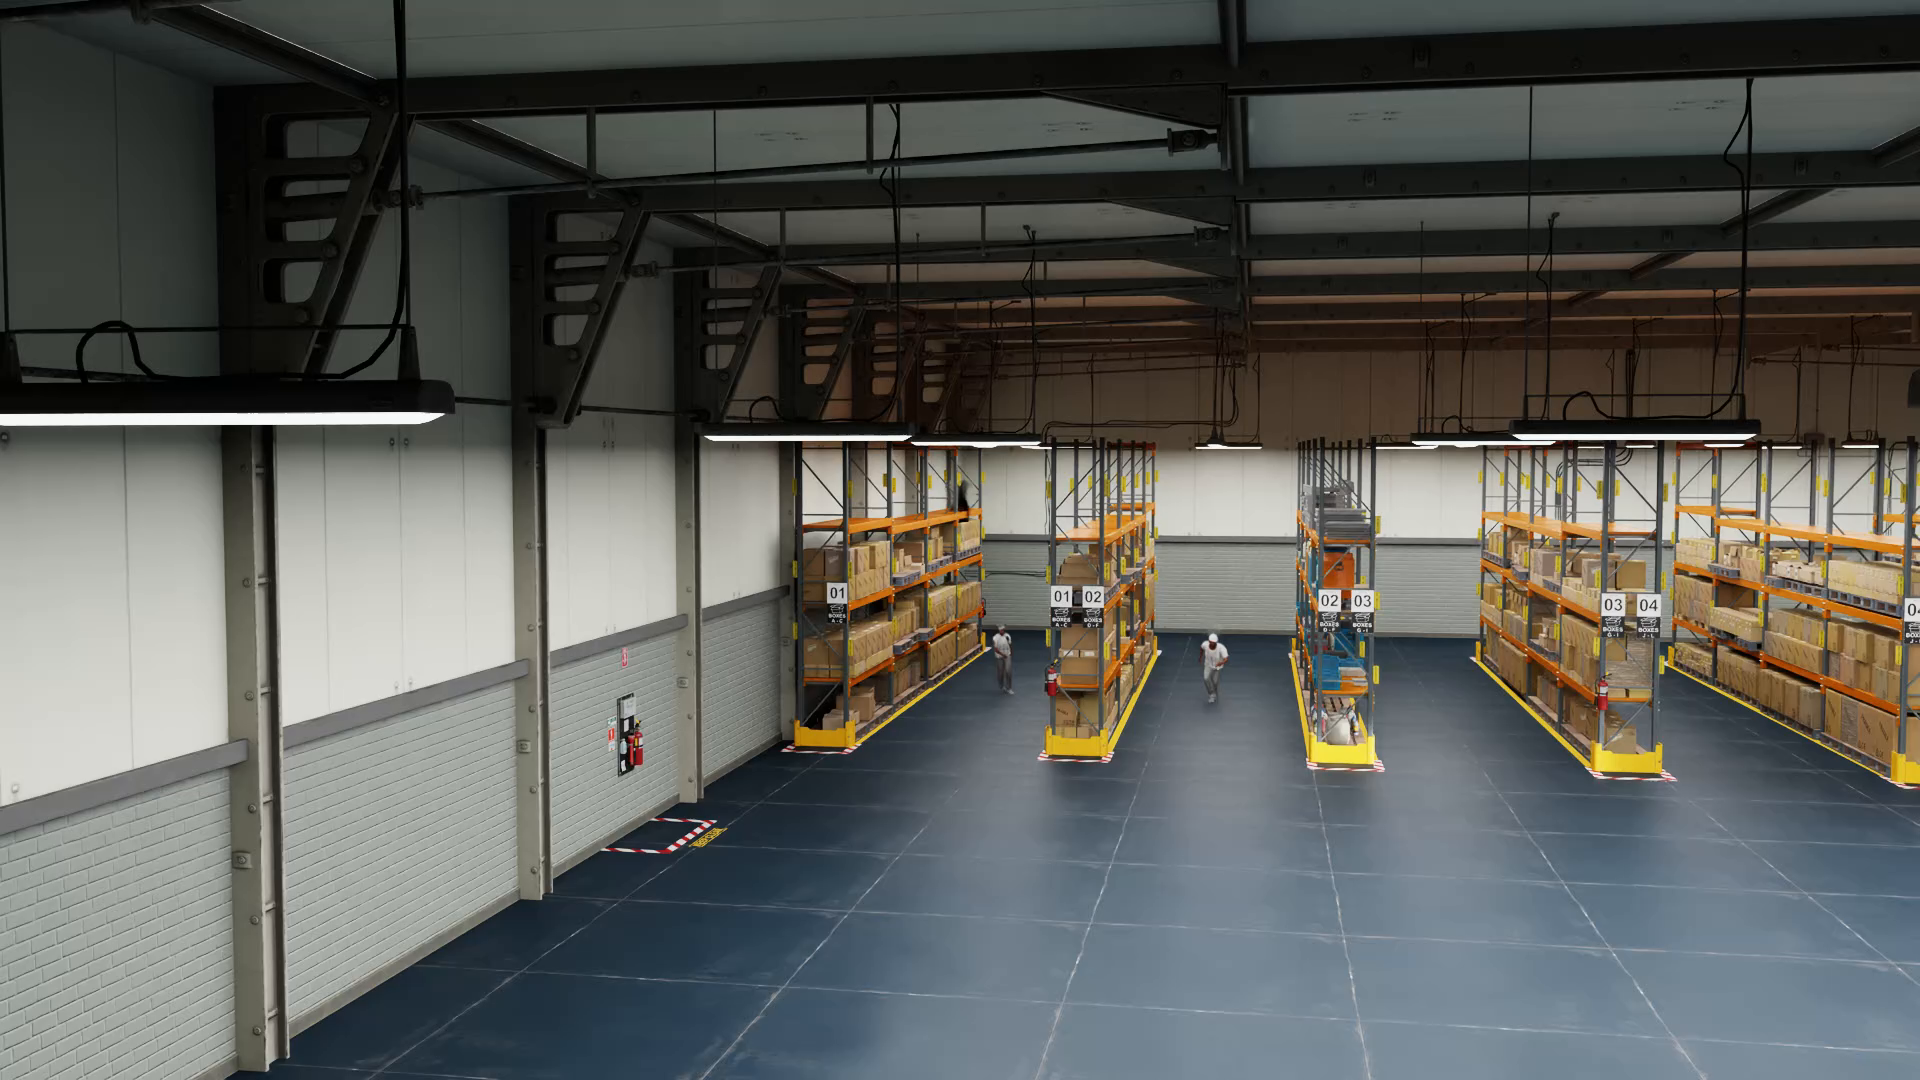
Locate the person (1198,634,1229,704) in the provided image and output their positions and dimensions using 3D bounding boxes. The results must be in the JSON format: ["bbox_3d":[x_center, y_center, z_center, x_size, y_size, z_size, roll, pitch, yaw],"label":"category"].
[{"bbox_3d":[5.798,2.895,37.992,0.723,1.588,1.081,1,3,16],"label":"person"}]

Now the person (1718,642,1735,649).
[{"bbox_3d":[20.793,2.532,45.066,0.611,1.606,0.728,-3,4,-43],"label":"person"}]

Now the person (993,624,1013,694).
[{"bbox_3d":[1.035,2.822,39.514,0.487,1.703,0.693,0,3,4],"label":"person"}]
